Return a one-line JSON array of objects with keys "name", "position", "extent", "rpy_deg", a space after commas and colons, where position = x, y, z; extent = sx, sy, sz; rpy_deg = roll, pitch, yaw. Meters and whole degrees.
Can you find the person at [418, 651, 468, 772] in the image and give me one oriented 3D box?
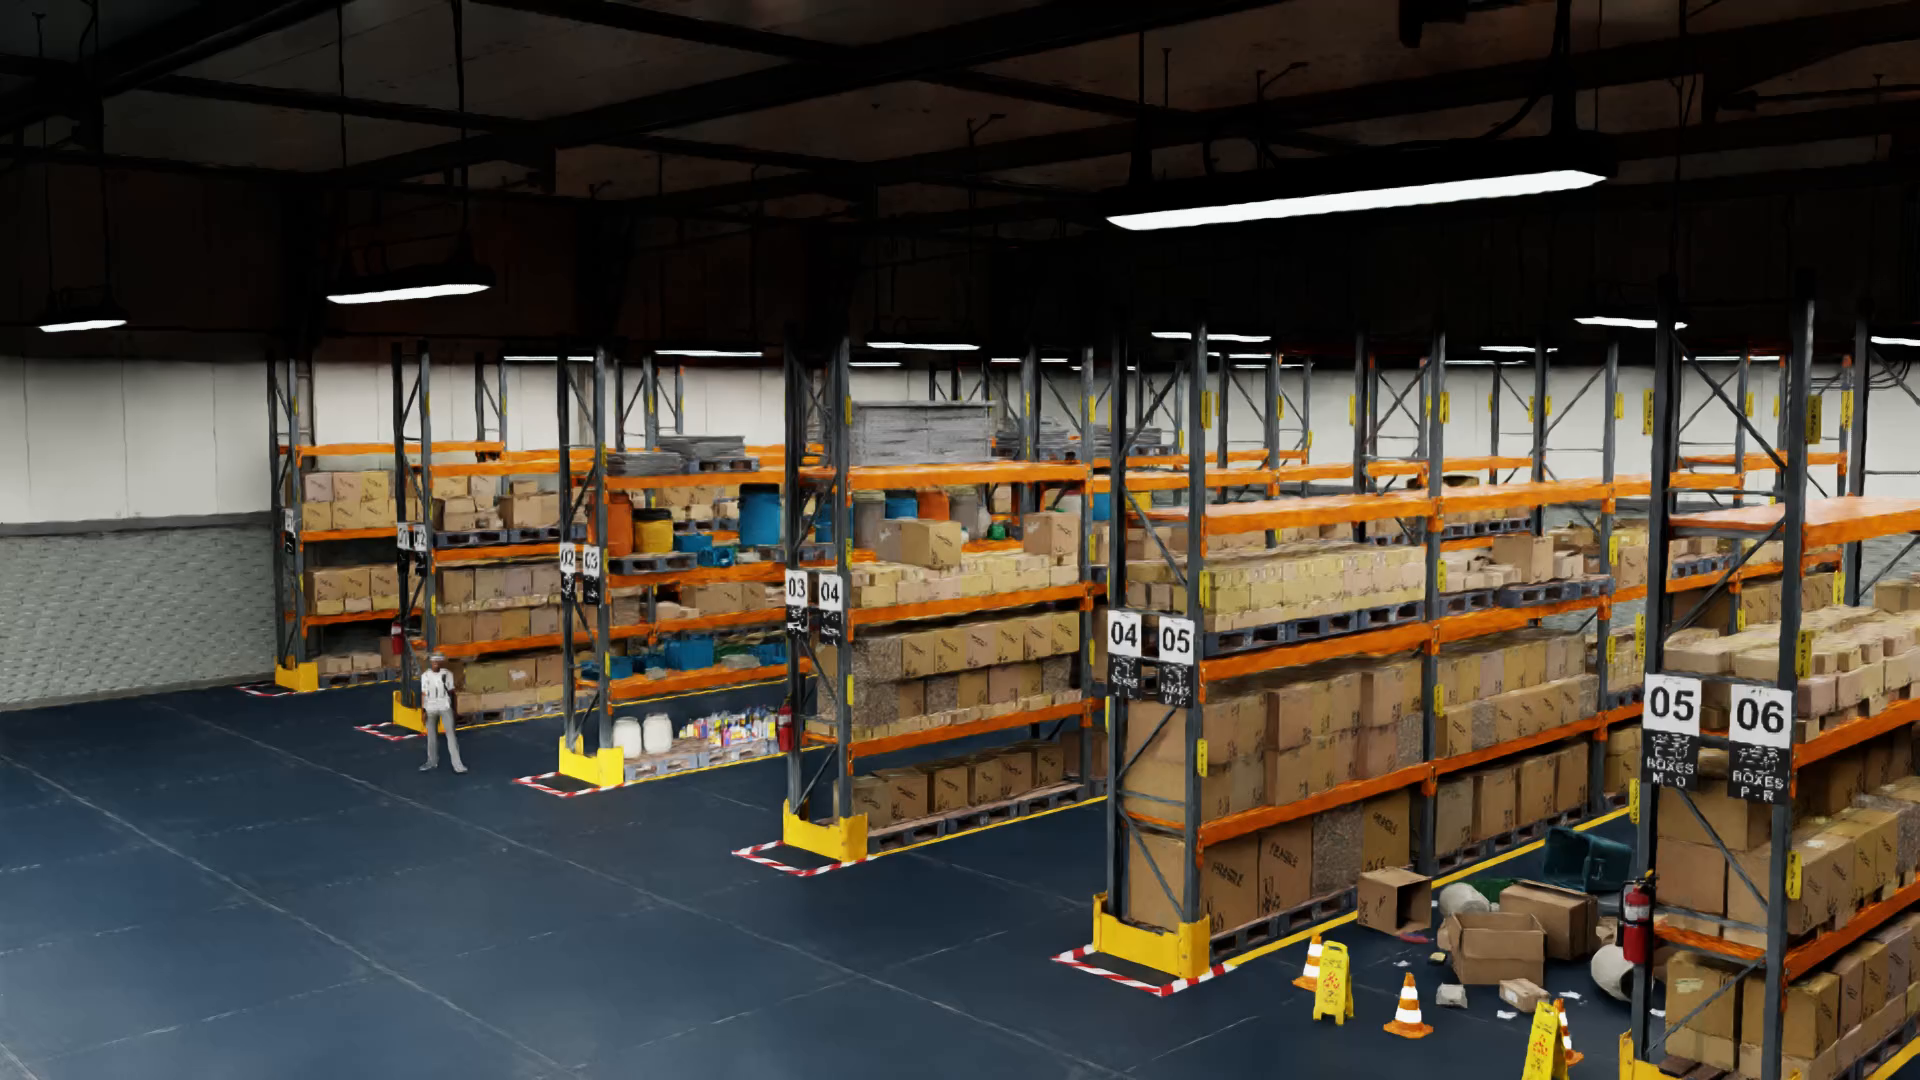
[{"name": "person", "position": [-7.124, 2.342, 22.866], "extent": [0.683, 1.671, 0.522], "rpy_deg": [-1, 5, -11]}]
